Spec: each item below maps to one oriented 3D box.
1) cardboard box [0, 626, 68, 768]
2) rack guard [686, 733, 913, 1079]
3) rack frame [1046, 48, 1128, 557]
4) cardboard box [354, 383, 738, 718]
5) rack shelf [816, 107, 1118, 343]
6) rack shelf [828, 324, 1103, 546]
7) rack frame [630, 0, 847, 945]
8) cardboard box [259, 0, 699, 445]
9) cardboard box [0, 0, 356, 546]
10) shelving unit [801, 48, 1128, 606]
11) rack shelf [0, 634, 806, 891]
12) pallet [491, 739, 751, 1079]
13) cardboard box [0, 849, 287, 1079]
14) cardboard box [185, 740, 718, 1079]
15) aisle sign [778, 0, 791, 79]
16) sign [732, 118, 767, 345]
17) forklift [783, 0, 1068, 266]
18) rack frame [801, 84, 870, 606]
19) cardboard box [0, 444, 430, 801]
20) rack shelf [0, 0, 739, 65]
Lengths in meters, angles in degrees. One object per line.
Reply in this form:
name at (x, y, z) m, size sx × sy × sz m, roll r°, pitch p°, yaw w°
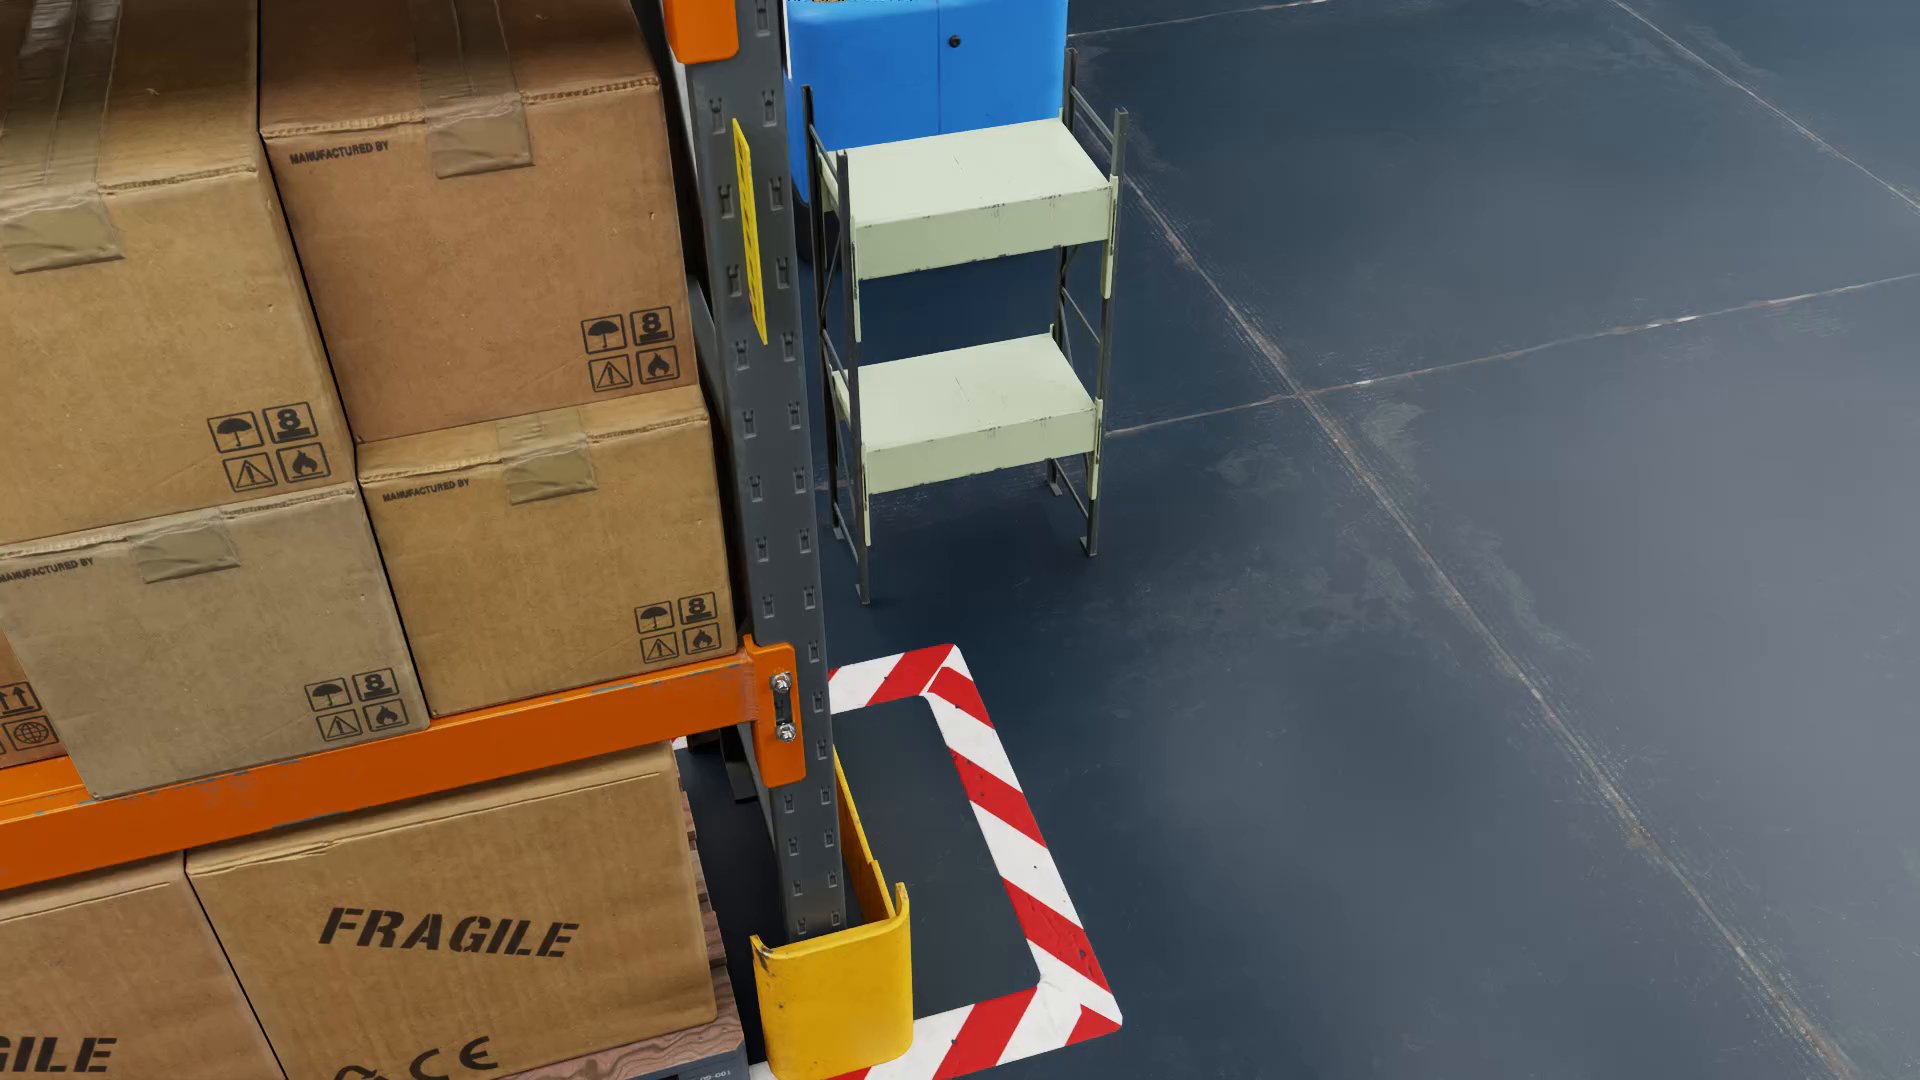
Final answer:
cardboard box at (-1.885, -0.063, 2.928) m, size 0.550 × 0.550 × 0.875 m, roll -12°, pitch 42°, yaw -13°
rack guard at (-0.432, 0.674, 4.098) m, size 0.348 × 0.500 × 1.175 m, roll -12°, pitch 42°, yaw -13°
rack frame at (0.355, -0.638, 4.841) m, size 0.023 × 1.500 × 0.400 m, roll -12°, pitch 42°, yaw -13°
cardboard box at (-0.796, -0.217, 3.104) m, size 0.550 × 0.550 × 0.875 m, roll -12°, pitch 42°, yaw -13°
rack shelf at (0.006, -0.860, 4.501) m, size 0.720 × 0.370 × 0.431 m, roll -12°, pitch 42°, yaw -13°
rack shelf at (0.006, -0.321, 4.973) m, size 0.720 × 0.370 × 0.431 m, roll -12°, pitch 42°, yaw -13°
rack frame at (-0.455, -0.262, 3.270) m, size 0.127 × 3.000 × 1.000 m, roll -12°, pitch 42°, yaw -13°
cardboard box at (-0.821, -0.676, 2.810) m, size 0.550 × 0.550 × 0.875 m, roll -12°, pitch 42°, yaw -13°
cardboard box at (-1.318, -0.510, 2.619) m, size 0.550 × 0.550 × 0.875 m, roll -12°, pitch 42°, yaw -13°
shelving unit at (0.006, -0.566, 4.758) m, size 0.755 × 1.500 × 0.431 m, roll -12°, pitch 42°, yaw -13°
rack shelf at (-2.363, 0.404, 3.055) m, size 4.000 × 0.370 × 1.077 m, roll -12°, pitch 42°, yaw -13°
pallet at (-1.194, 0.995, 3.951) m, size 1.213 × 0.211 × 1.003 m, roll -12°, pitch 42°, yaw -13°
cardboard box at (-1.921, 0.730, 3.430) m, size 0.875 × 0.875 × 0.875 m, roll -12°, pitch 43°, yaw -14°
cardboard box at (-1.082, 0.555, 3.630) m, size 0.875 × 0.875 × 0.875 m, roll -11°, pitch 42°, yaw -13°
aisle sign at (-0.297, -1.067, 2.216) m, size 0.004 × 0.787 × 0.394 m, roll -12°, pitch 42°, yaw -13°
sign at (-0.305, -0.444, 2.419) m, size 0.005 × 0.325 × 0.100 m, roll -12°, pitch 42°, yaw -13°
forklift at (-0.502, -3.130, 6.605) m, size 1.130 × 2.935 × 3.031 m, roll -11°, pitch 42°, yaw -12°
rack frame at (-0.343, -0.494, 4.675) m, size 0.023 × 1.500 × 0.400 m, roll -12°, pitch 42°, yaw -13°
cardboard box at (-1.314, -0.095, 2.964) m, size 0.550 × 0.550 × 0.875 m, roll -12°, pitch 42°, yaw -13°
rack shelf at (-2.363, -0.726, 2.068) m, size 4.000 × 0.370 × 1.077 m, roll -12°, pitch 42°, yaw -13°
